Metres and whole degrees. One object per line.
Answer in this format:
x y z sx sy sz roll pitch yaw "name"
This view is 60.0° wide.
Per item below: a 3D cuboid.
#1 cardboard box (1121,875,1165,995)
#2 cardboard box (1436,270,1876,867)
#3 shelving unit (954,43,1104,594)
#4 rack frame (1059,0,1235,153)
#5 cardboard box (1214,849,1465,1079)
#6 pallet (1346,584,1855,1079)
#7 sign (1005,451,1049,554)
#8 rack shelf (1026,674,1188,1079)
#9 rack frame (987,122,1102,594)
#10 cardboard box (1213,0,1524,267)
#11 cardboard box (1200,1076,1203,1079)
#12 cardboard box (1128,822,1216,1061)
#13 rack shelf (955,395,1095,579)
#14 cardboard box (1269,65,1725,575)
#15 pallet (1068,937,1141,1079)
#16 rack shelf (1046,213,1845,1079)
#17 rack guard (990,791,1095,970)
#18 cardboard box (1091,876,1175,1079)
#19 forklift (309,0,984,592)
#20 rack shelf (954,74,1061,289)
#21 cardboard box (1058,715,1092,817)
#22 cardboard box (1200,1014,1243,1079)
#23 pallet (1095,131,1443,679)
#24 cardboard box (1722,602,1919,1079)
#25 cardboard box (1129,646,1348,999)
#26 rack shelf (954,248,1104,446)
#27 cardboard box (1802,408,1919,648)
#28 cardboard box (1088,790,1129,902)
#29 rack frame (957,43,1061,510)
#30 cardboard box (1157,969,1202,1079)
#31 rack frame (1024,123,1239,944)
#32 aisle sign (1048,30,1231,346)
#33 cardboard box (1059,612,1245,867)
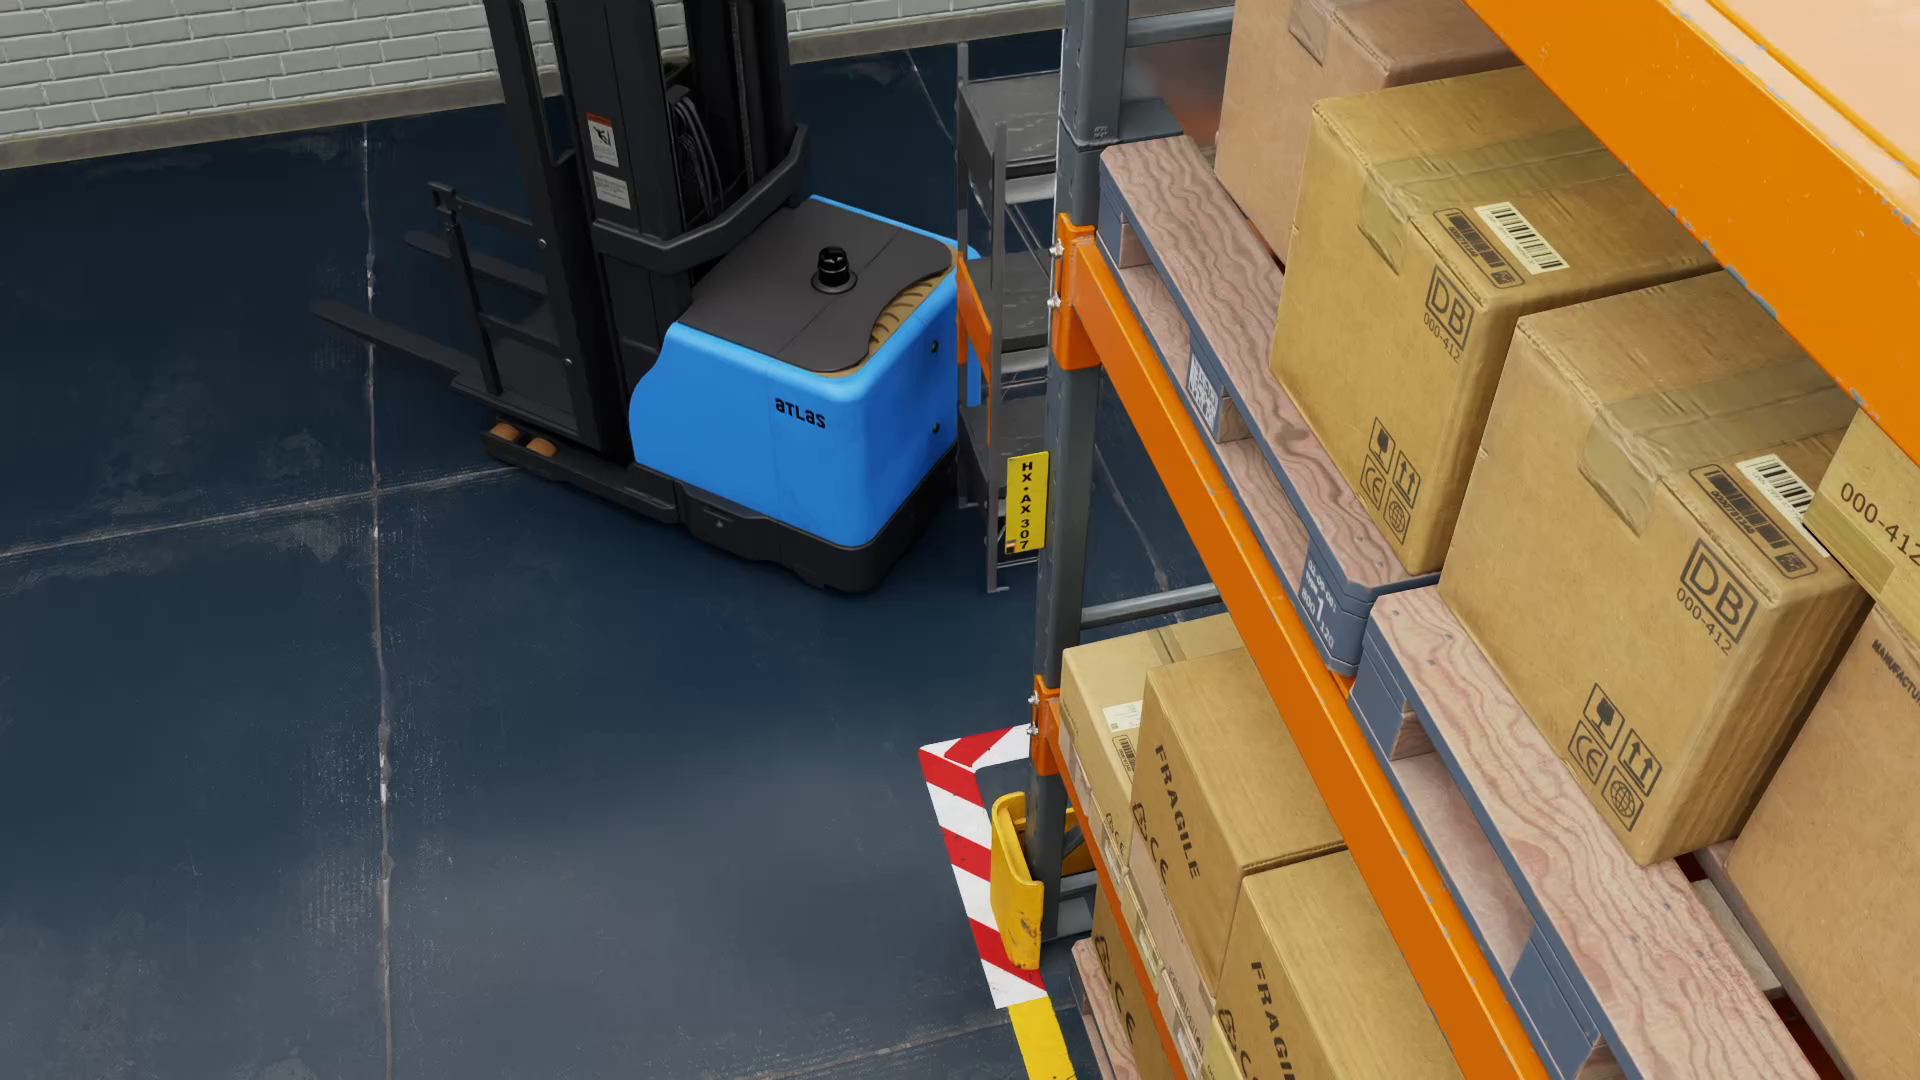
0.606 0.893 3.951 0.380 0.149 0.250 -12 47 -11 "cardboard box"
1.092 -0.013 2.129 0.700 0.500 0.500 -14 47 -13 "cardboard box"
0.245 -0.730 5.995 0.431 2.100 0.503 -10 46 -9 "shelving unit"
0.701 -1.954 2.364 1.000 3.000 0.127 -11 47 -10 "rack frame"
0.829 0.914 3.126 0.500 0.500 0.500 -12 47 -11 "cardboard box"
1.217 0.481 2.140 1.003 0.211 1.213 -11 47 -10 "pallet"
0.163 -0.088 4.074 0.100 0.325 0.005 -11 47 -10 "sign"
1.213 1.778 3.411 1.077 0.370 4.000 -11 47 -10 "rack shelf"
0.302 -0.560 5.829 0.400 2.100 0.015 -10 46 -9 "rack frame"
0.886 -0.772 2.872 0.700 0.500 0.500 -13 47 -13 "cardboard box"
0.737 1.248 3.603 0.380 0.149 0.250 -12 47 -11 "cardboard box"
0.702 0.832 3.731 0.500 0.250 0.500 -11 47 -11 "cardboard box"
0.245 -0.230 6.505 0.431 0.518 0.480 -10 46 -9 "rack shelf"
0.913 -0.362 2.470 0.700 0.500 0.500 -12 47 -12 "cardboard box"
0.981 1.659 4.976 1.003 0.211 1.213 -11 47 -10 "pallet"
1.213 0.728 2.340 1.077 0.370 4.000 -11 47 -10 "rack shelf"
0.695 1.004 5.416 1.175 0.500 0.348 -11 47 -10 "rack guard"
0.942 1.170 4.697 0.875 0.875 0.875 -11 47 -10 "cardboard box"
-1.440 -1.597 6.263 3.031 2.935 1.130 22 49 20 "forklift"
0.245 -1.210 5.505 0.431 0.518 0.480 -10 46 -9 "rack shelf"
0.473 0.539 4.297 0.380 0.149 0.250 -10 46 -10 "cardboard box"
0.827 1.180 3.390 0.500 0.250 0.500 -12 47 -12 "cardboard box"
0.901 -0.363 2.967 1.003 0.211 1.213 -11 47 -10 "pallet"
1.336 0.352 1.770 0.700 0.500 0.500 -9 46 -9 "cardboard box"
0.691 0.557 3.475 0.500 0.500 0.500 -12 47 -11 "cardboard box"
0.245 -0.720 6.005 0.431 0.518 0.480 -10 46 -9 "rack shelf"
1.208 0.013 1.578 0.500 0.250 0.500 -12 47 -12 "cardboard box"
0.540 0.716 4.124 0.380 0.149 0.250 -11 47 -11 "cardboard box"
0.187 -0.899 6.161 0.400 2.100 0.015 -10 46 -9 "rack frame"
0.673 1.072 3.775 0.380 0.149 0.250 -11 47 -11 "cardboard box"
0.701 0.146 4.507 1.000 3.000 0.127 -11 47 -10 "rack frame"
0.392 -0.759 3.574 0.394 0.787 0.004 -11 47 -10 "aisle sign"
0.563 0.475 4.081 0.500 0.250 0.500 -12 47 -11 "cardboard box"
